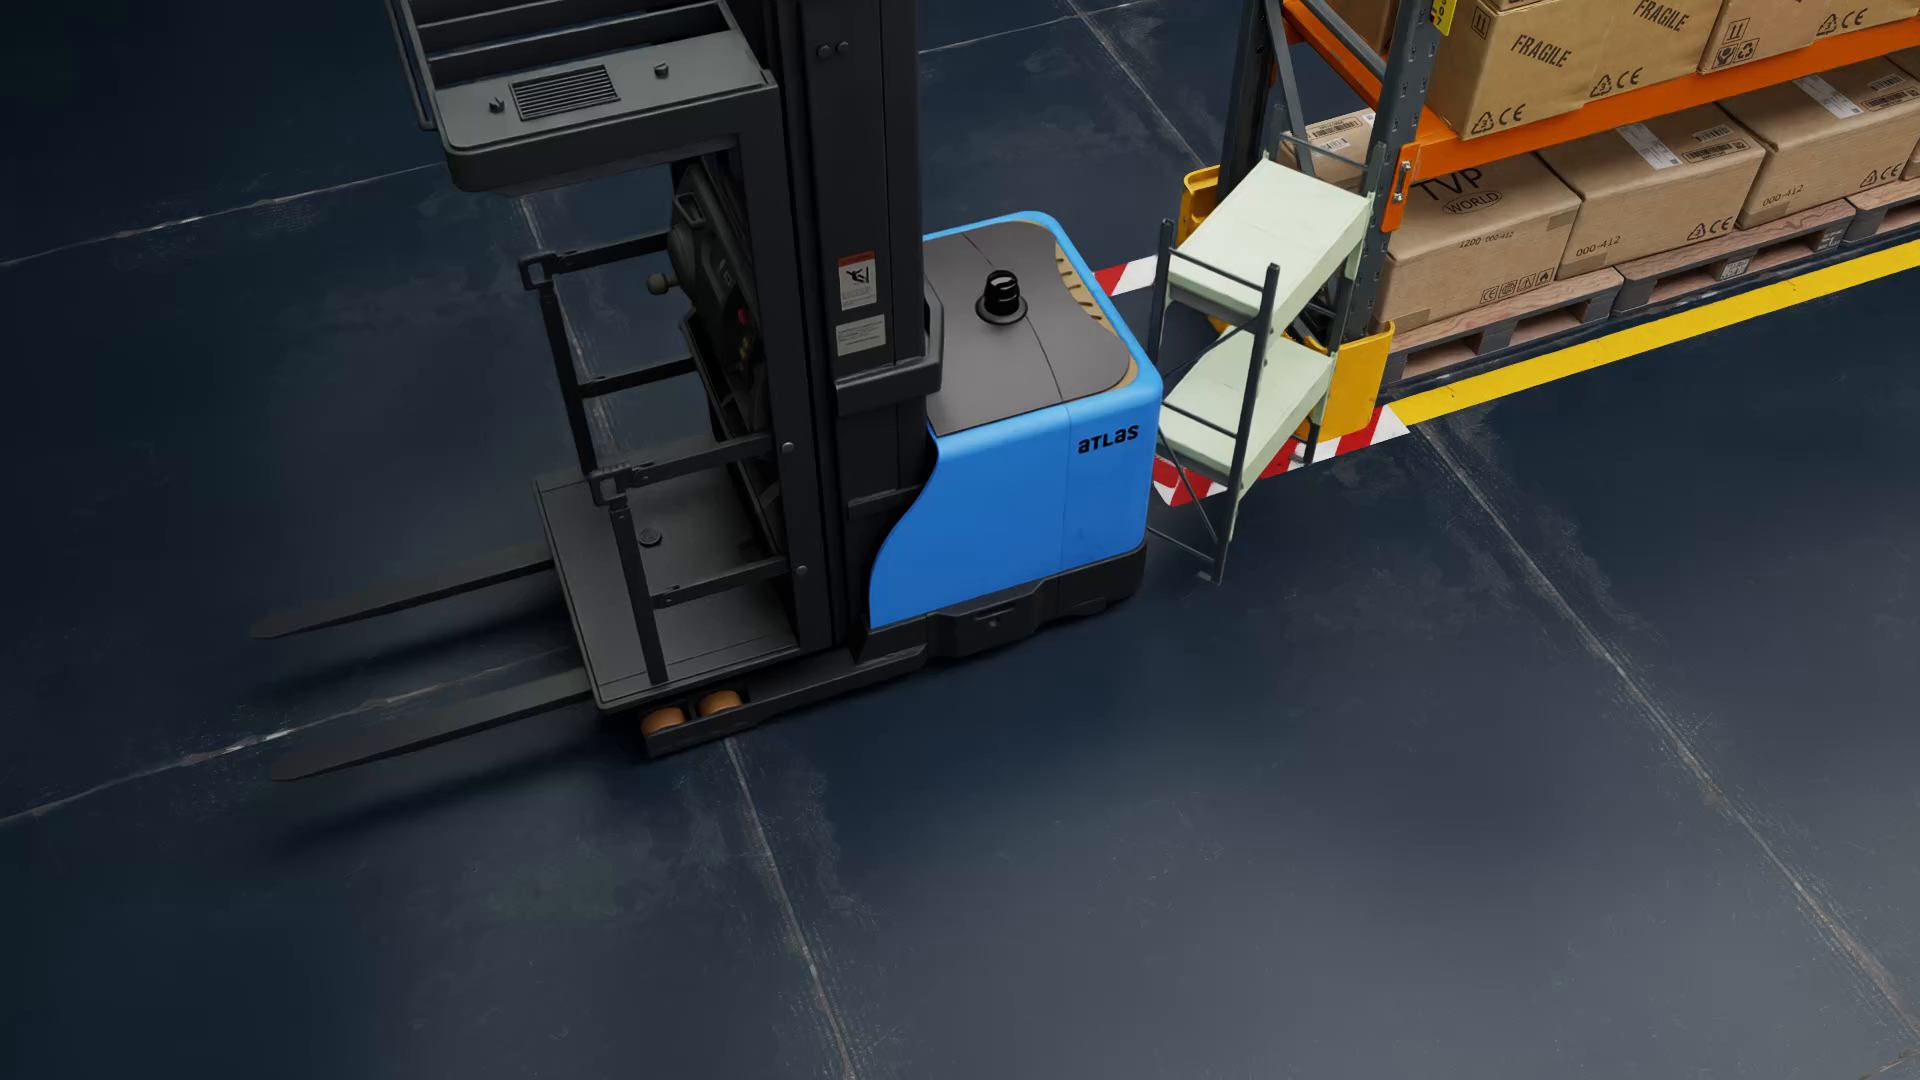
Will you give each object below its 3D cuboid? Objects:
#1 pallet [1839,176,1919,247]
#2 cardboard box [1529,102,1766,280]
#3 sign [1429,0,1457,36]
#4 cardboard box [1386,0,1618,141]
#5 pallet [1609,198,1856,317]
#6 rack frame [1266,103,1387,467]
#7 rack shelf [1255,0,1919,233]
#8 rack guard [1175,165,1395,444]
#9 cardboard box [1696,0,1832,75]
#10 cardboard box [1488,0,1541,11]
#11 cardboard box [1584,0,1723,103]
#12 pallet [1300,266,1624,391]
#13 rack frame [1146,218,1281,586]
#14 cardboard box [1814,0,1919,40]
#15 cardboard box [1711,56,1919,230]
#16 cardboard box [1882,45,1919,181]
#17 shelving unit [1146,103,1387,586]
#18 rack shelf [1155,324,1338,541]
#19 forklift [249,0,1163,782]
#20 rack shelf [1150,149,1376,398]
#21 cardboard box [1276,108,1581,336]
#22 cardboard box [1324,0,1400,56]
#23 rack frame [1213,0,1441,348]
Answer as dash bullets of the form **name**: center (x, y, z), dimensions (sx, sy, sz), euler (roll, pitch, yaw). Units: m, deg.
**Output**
- **pallet**: center (4.276, -1.881, 7.727), dimensions (1.213, 0.211, 1.003), euler (-17, 52, -14)
- **cardboard box**: center (2.724, -1.636, 7.090), dimensions (0.875, 0.438, 0.875), euler (-16, 51, -13)
- **sign**: center (1.511, -1.722, 5.129), dimensions (0.005, 0.325, 0.100), euler (-17, 52, -14)
- **cardboard box**: center (1.860, -1.774, 5.731), dimensions (0.500, 0.500, 0.500), euler (-18, 52, -15)
- **pallet**: center (3.145, -1.529, 7.424), dimensions (1.213, 0.211, 1.003), euler (-17, 52, -14)
- **rack frame**: center (1.209, -0.867, 6.006), dimensions (0.400, 1.500, 0.023), euler (28, 55, 22)
- **rack shelf**: center (3.158, -2.145, 6.589), dimensions (4.000, 0.370, 1.077), euler (-17, 52, -14)
- **rack guard**: center (1.285, -0.984, 6.766), dimensions (0.348, 0.500, 1.175), euler (-17, 52, -14)
- **cardboard box**: center (2.795, -2.072, 5.986), dimensions (0.500, 0.500, 0.500), euler (-17, 52, -14)
- **cardboard box**: center (1.859, -2.102, 5.353), dimensions (0.500, 0.500, 0.500), euler (-18, 52, -15)
- **cardboard box**: center (2.317, -1.939, 5.872), dimensions (0.500, 0.500, 0.500), euler (-18, 52, -15)
- **pallet**: center (2.017, -1.181, 7.126), dimensions (1.213, 0.211, 1.003), euler (-17, 52, -14)
- **rack frame**: center (0.790, -0.411, 5.615), dimensions (0.400, 1.500, 0.023), euler (28, 55, 22)
- **cardboard box**: center (3.253, -2.228, 6.120), dimensions (0.500, 0.500, 0.500), euler (-16, 51, -13)
- **cardboard box**: center (3.559, -1.893, 7.311), dimensions (0.875, 0.438, 0.875), euler (-19, 52, -15)
- **cardboard box**: center (4.388, -2.150, 7.532), dimensions (0.875, 0.438, 0.875), euler (-18, 52, -15)
- **shelving unit**: center (0.999, -0.639, 5.810), dimensions (0.431, 1.500, 0.755), euler (28, 55, 22)
- **rack shelf**: center (1.000, -0.427, 6.058), dimensions (0.431, 0.370, 0.720), euler (28, 55, 22)
- **forklift**: center (-0.906, -0.690, 4.911), dimensions (3.031, 2.935, 1.130), euler (-16, 51, -14)
- **rack shelf**: center (0.999, -0.893, 5.514), dimensions (0.431, 0.370, 0.720), euler (28, 55, 22)
- **cardboard box**: center (1.880, -1.367, 6.859), dimensions (0.875, 0.438, 0.875), euler (-19, 52, -15)
- **cardboard box**: center (1.653, -2.162, 6.064), dimensions (0.500, 0.500, 0.500), euler (-17, 51, -14)
- **rack frame**: center (1.307, -1.806, 5.823), dimensions (0.127, 3.000, 1.000), euler (-17, 52, -14)
